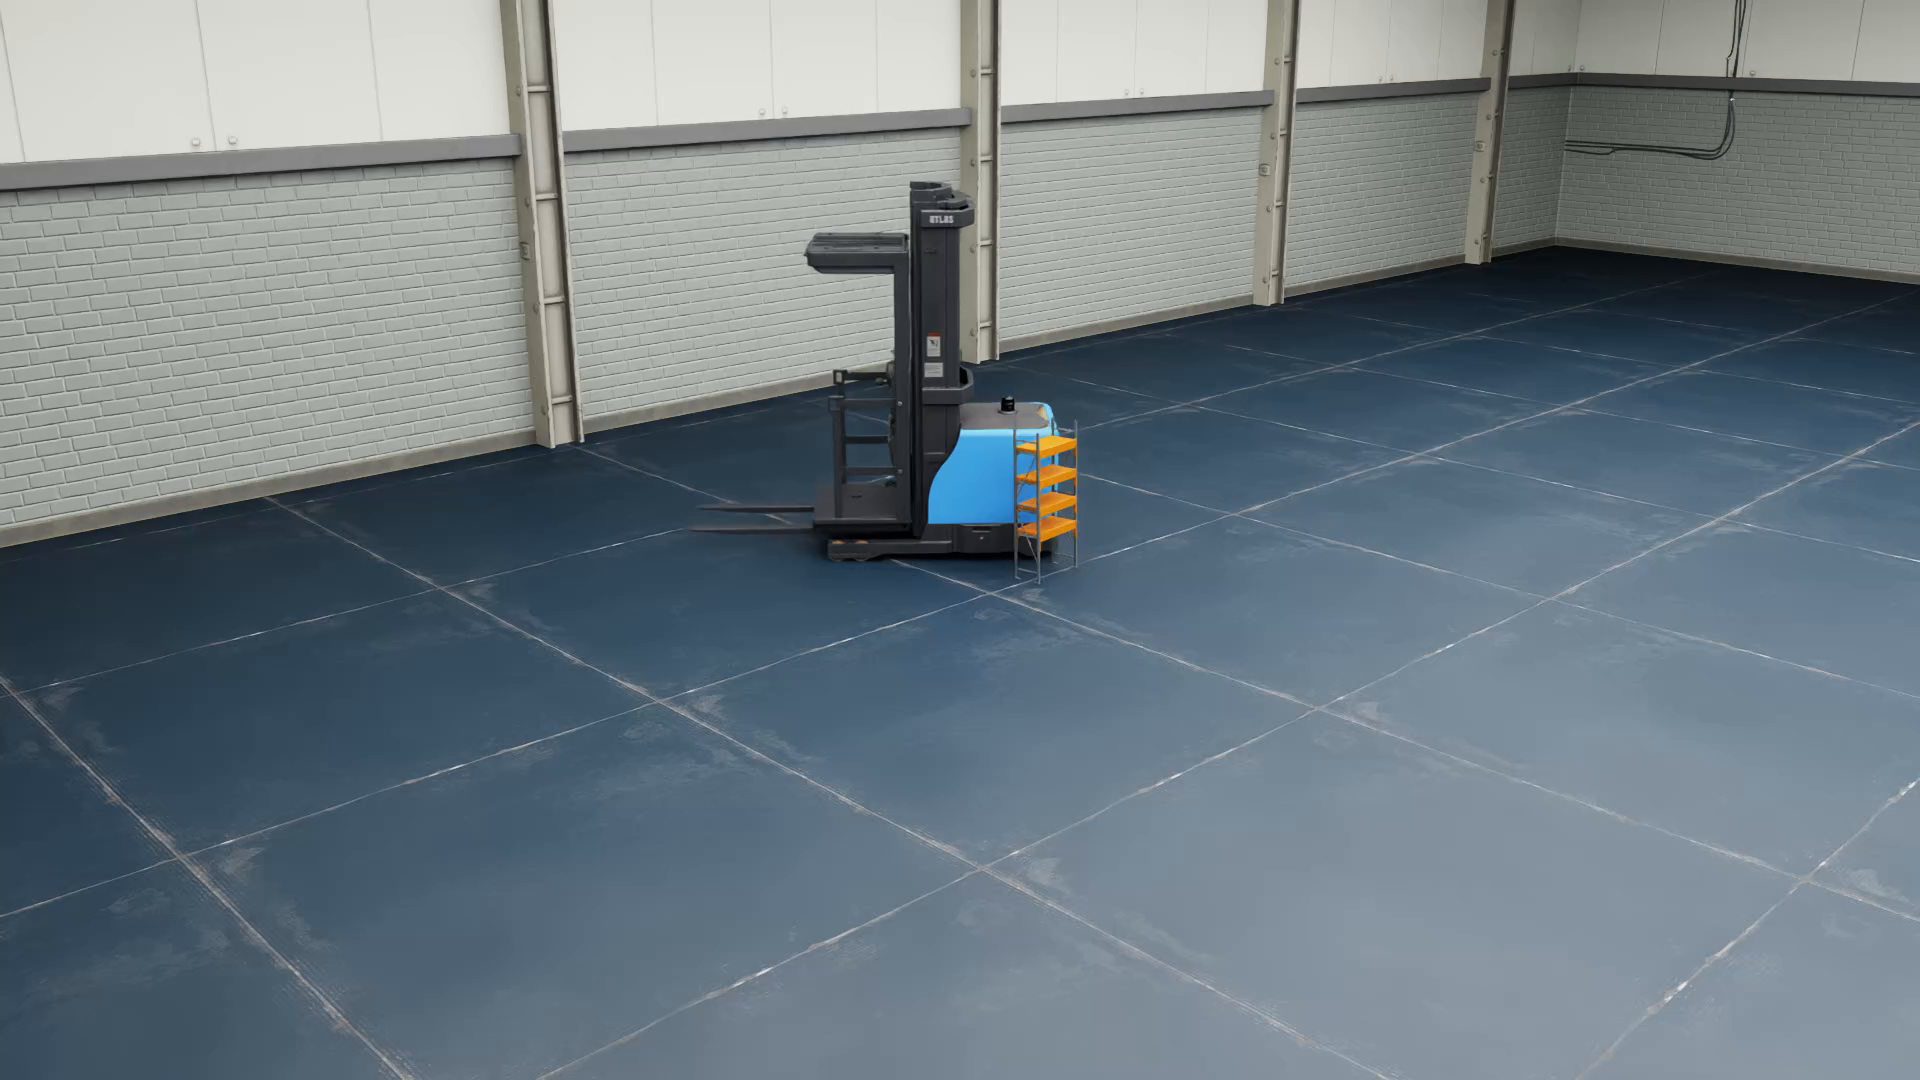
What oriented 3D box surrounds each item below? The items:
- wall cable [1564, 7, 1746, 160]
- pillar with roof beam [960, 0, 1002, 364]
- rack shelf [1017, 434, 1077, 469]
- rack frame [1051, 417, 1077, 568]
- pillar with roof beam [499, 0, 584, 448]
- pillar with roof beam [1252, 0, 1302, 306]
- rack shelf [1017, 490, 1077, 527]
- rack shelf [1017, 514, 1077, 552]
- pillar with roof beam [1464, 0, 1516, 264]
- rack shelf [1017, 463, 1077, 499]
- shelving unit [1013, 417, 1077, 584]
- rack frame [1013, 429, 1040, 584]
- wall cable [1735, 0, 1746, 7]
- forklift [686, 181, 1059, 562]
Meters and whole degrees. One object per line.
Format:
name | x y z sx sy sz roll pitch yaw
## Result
wall cable | 12.018 -7.951 28.951 0.112 2.526 3.097 -16 24 -41
pillar with roof beam | 3.208 -5.592 16.643 0.400 9.000 9.100 -16 24 -41
rack shelf | 0.663 -0.688 12.876 0.258 0.148 0.480 13 22 38
rack frame | 0.826 -0.370 13.170 0.240 1.200 0.015 13 22 38
pillar with roof beam | -1.152 -4.321 12.722 0.400 9.000 9.100 -16 24 -41
pillar with roof beam | 7.567 -6.864 20.564 0.400 9.000 9.100 -16 24 -41
rack shelf | 0.672 -0.248 13.011 0.258 0.148 0.480 13 22 38
rack shelf | 0.675 -0.058 13.069 0.258 0.148 0.480 13 22 38
pillar with roof beam | 11.927 -8.135 24.486 0.400 9.000 9.100 -16 24 -41
rack shelf | 0.667 -0.462 12.945 0.258 0.148 0.480 13 22 38
shelving unit | 0.670 -0.312 12.991 0.258 1.200 0.503 13 22 38
rack frame | 0.515 -0.254 12.812 0.240 1.200 0.015 13 22 38
wall cable | 13.877 -9.747 26.303 0.112 2.526 3.097 -16 24 -41
forklift | -0.725 -1.385 13.503 3.031 2.935 1.130 -1 18 -2
